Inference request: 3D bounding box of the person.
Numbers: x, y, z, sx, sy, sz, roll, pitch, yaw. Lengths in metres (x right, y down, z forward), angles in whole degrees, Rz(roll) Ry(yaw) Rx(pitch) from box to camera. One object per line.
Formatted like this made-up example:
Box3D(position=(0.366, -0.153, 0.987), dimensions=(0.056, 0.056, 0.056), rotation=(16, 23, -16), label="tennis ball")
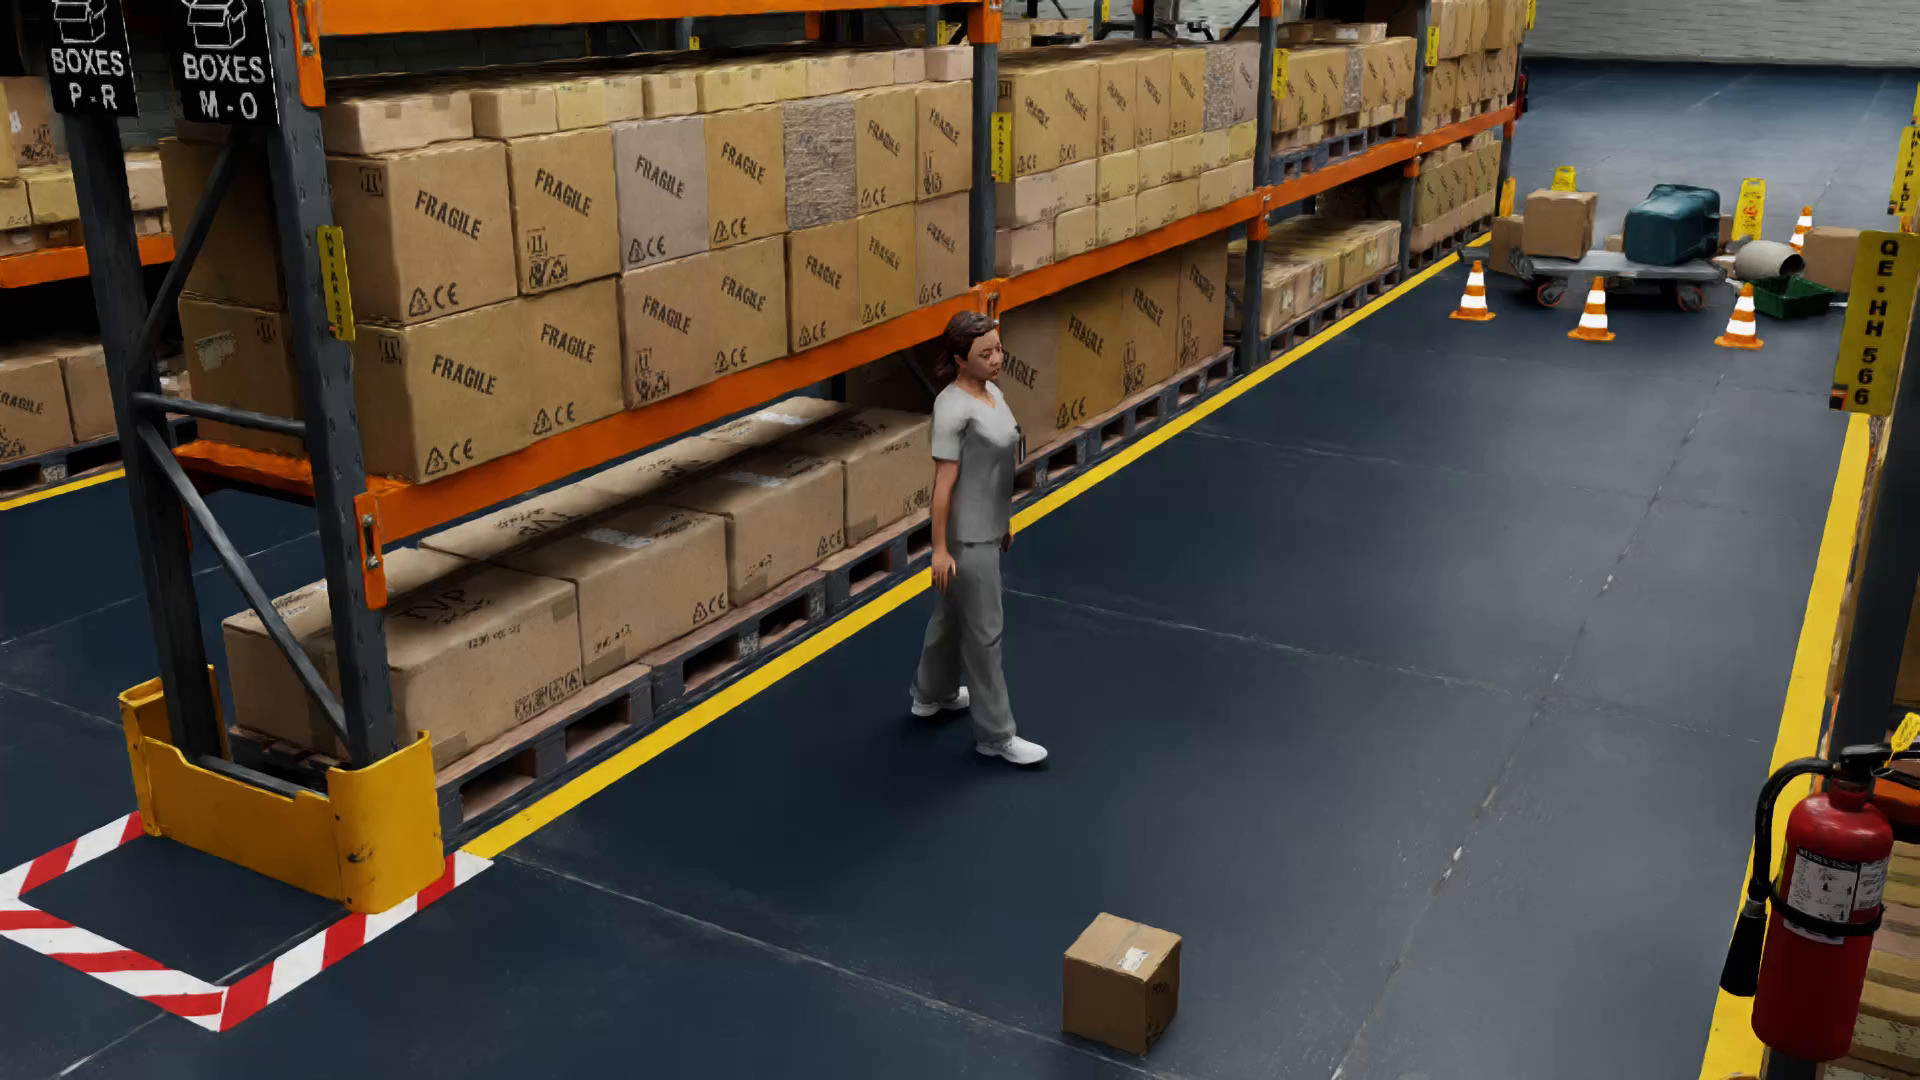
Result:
Box3D(position=(0.061, -0.014, 6.095), dimensions=(0.642, 1.664, 0.668), rotation=(7, 21, 19), label="person")
